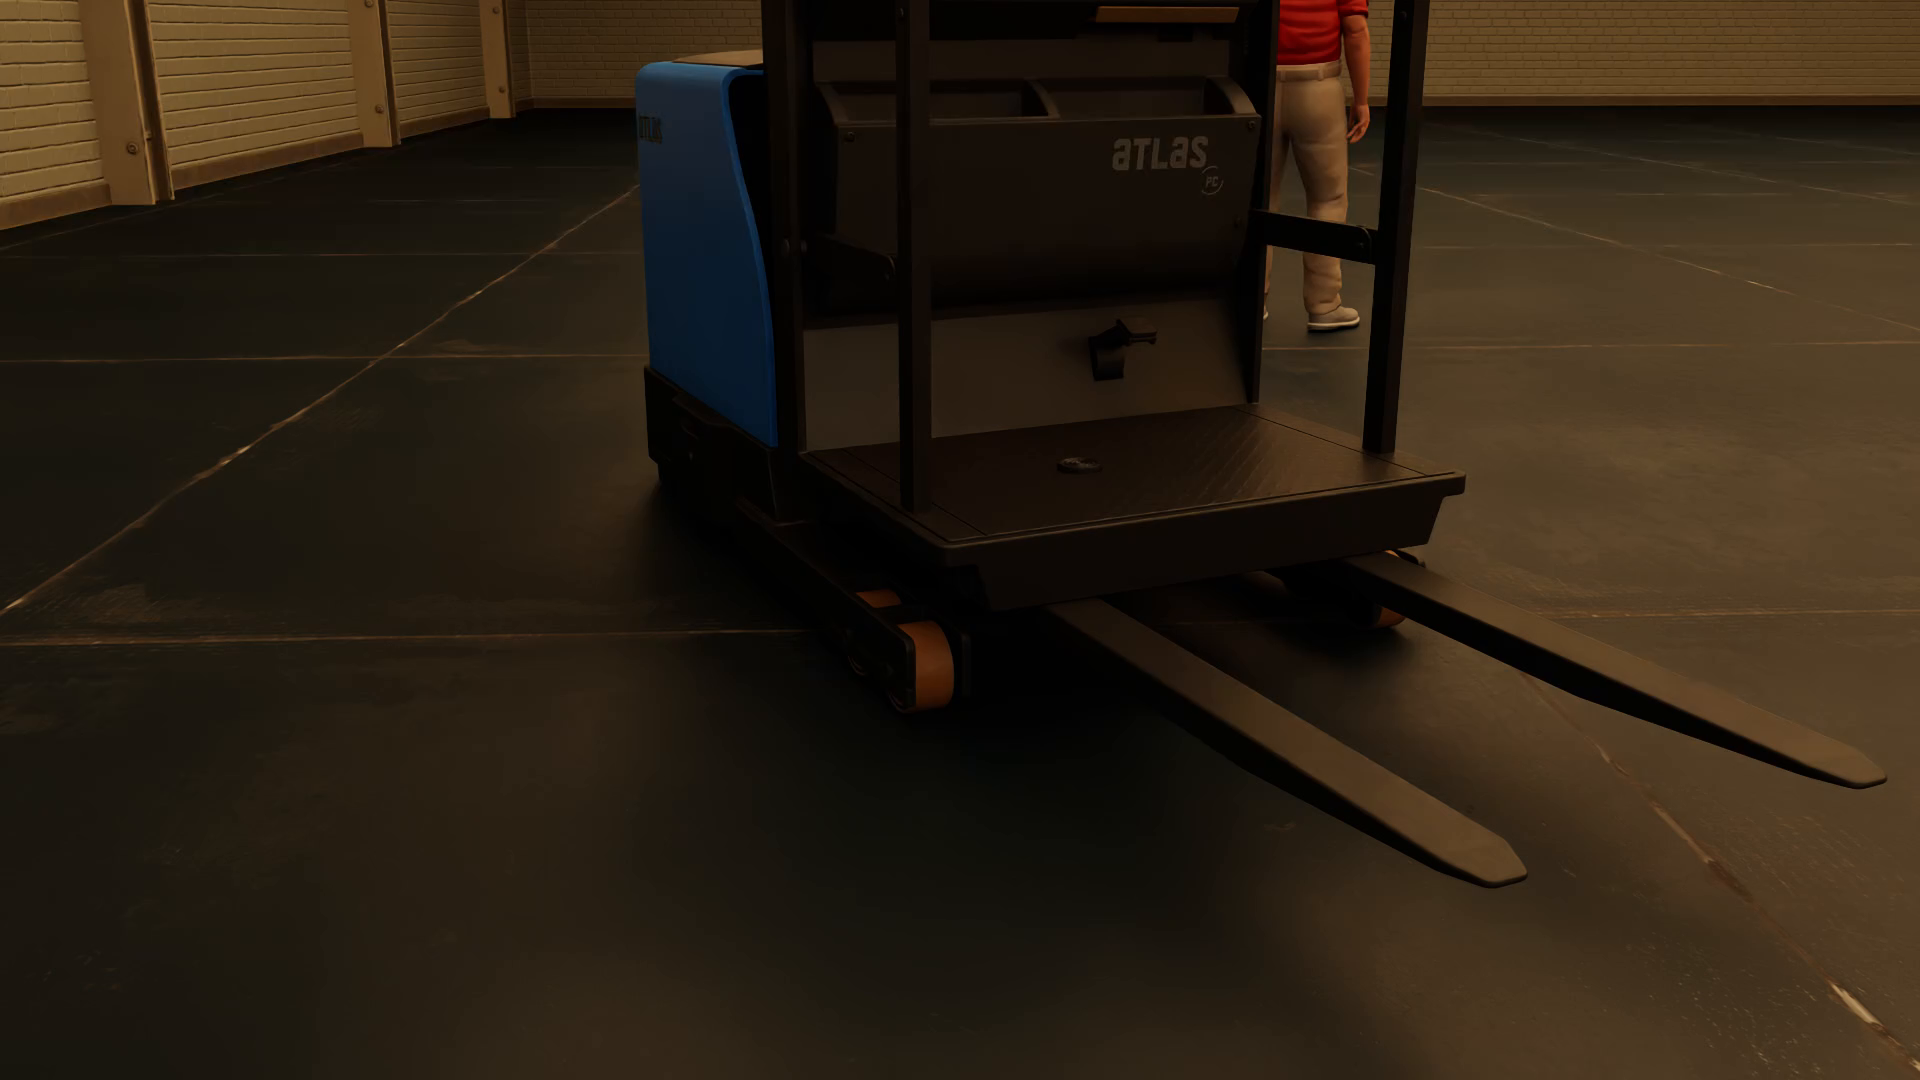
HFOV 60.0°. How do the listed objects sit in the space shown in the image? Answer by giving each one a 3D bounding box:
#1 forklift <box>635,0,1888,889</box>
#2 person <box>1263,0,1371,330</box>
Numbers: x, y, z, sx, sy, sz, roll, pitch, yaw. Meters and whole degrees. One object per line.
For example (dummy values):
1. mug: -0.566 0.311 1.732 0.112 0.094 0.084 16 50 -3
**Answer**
1. forklift: 0.258 -1.240 2.962 1.130 2.935 3.031 -8 19 -24
2. person: 1.308 -1.703 6.531 0.591 1.726 0.388 8 19 23
